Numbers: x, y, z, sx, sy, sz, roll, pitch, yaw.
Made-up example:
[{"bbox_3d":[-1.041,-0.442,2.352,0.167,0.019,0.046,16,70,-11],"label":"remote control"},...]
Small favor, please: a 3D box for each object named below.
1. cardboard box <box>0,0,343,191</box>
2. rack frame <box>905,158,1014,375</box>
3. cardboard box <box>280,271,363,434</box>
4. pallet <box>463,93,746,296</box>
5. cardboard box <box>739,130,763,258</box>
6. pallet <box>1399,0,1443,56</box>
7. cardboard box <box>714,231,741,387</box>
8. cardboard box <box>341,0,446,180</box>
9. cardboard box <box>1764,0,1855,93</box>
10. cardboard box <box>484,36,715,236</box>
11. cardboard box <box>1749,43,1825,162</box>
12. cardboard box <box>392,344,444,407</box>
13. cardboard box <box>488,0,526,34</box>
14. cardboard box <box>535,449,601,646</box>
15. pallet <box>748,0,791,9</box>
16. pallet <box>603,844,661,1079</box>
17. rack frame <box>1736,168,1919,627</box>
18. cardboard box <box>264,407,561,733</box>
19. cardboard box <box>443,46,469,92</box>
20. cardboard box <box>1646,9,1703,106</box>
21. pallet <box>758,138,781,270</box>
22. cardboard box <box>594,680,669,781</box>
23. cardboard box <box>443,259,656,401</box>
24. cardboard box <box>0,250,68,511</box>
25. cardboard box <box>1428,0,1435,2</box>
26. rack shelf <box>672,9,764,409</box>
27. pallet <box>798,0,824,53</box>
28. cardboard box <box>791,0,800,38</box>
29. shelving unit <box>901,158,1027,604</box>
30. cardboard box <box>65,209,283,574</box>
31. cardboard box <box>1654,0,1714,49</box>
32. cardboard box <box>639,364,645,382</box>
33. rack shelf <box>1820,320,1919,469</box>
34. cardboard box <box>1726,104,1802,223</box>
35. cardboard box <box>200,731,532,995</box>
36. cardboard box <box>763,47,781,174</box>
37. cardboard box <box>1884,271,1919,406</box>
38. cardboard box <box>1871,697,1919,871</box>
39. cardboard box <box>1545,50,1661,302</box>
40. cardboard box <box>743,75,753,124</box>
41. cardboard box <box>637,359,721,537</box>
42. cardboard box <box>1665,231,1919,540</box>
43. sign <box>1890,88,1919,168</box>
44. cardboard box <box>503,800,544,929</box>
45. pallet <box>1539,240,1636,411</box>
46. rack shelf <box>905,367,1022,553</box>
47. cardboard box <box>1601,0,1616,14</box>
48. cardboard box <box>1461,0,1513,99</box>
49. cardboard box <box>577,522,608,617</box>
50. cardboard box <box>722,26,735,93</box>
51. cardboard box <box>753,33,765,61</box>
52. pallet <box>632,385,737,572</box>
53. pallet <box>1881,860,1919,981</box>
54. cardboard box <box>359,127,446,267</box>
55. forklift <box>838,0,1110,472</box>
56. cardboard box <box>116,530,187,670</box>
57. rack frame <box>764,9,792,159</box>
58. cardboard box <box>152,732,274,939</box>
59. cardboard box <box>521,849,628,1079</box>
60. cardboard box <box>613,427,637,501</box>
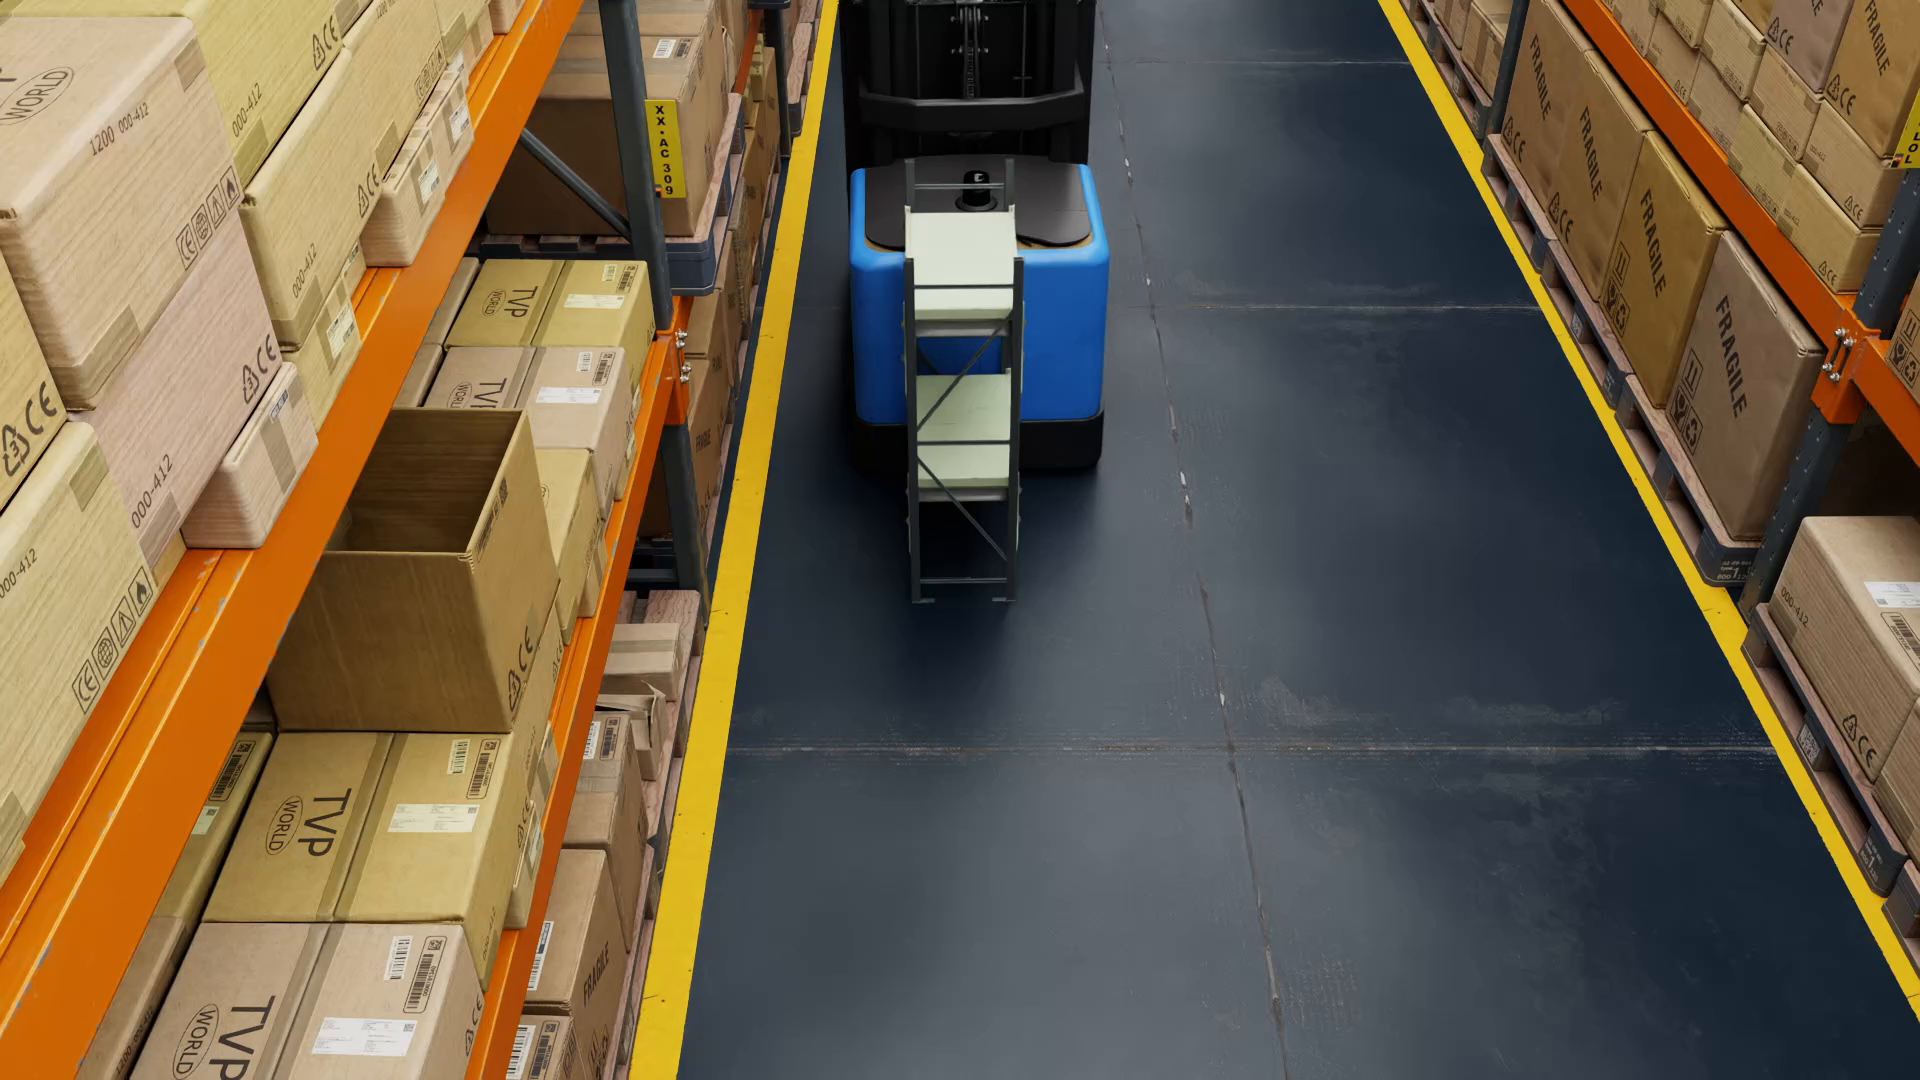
[{"bbox_3d":[-1.203,-0.703,2.312,0.500,0.250,0.500,-1,39,-1],"label":"cardboard box"},{"bbox_3d":[-0.002,-0.804,6.554,0.400,1.500,0.023,-1,39,-1],"label":"rack frame"},{"bbox_3d":[-1.140,-0.286,2.511,0.380,0.149,0.250,0,39,0],"label":"cardboard box"},{"bbox_3d":[-1.354,-1.296,6.123,1.003,0.211,1.213,0,39,0],"label":"pallet"},{"bbox_3d":[-1.258,-1.657,8.082,0.500,0.500,0.500,2,39,2],"label":"cardboard box"},{"bbox_3d":[3.499,-3.540,10.999,1.003,0.211,1.213,0,39,0],"label":"pallet"},{"bbox_3d":[-1.244,-1.008,7.272,0.500,0.500,0.500,-1,39,-1],"label":"cardboard box"},{"bbox_3d":[-1.218,-0.837,2.879,0.500,0.250,0.500,-1,39,-1],"label":"cardboard box"},{"bbox_3d":[3.242,-1.909,5.854,0.500,0.500,0.500,1,39,1],"label":"cardboard box"},{"bbox_3d":[-1.239,-1.377,5.654,0.700,0.500,0.500,1,39,1],"label":"cardboard box"},{"bbox_3d":[3.250,-1.602,6.071,0.500,0.250,0.500,1,39,1],"label":"cardboard box"},{"bbox_3d":[-1.724,-0.306,4.615,0.500,0.250,0.500,0,39,0],"label":"cardboard box"},{"bbox_3d":[-1.181,-1.245,3.707,0.380,0.149,0.250,0,39,0],"label":"cardboard box"},{"bbox_3d":[-1.215,0.014,4.215,0.500,0.250,0.500,0,39,0],"label":"cardboard box"},{"bbox_3d":[-1.395,-2.874,8.091,1.213,0.211,1.003,0,39,0],"label":"pallet"},{"bbox_3d":[-1.458,1.411,4.821,1.003,0.211,1.213,0,39,0],"label":"pallet"},{"bbox_3d":[3.502,-0.877,5.446,1.000,3.000,0.127,0,39,0],"label":"rack frame"},{"bbox_3d":[-1.190,0.058,3.562,0.500,0.500,0.500,1,39,1],"label":"cardboard box"},{"bbox_3d":[-1.204,-0.920,3.301,0.380,0.149,0.250,0,39,0],"label":"cardboard box"},{"bbox_3d":[3.263,-2.056,7.037,0.500,0.250,0.500,0,39,0],"label":"cardboard box"},{"bbox_3d":[-1.503,-1.818,8.850,1.003,0.211,1.213,0,39,0],"label":"pallet"},{"bbox_3d":[-1.167,0.603,5.449,0.396,0.266,0.258,1,39,2],"label":"cardboard box"},{"bbox_3d":[-1.217,-0.611,4.996,0.500,0.250,0.500,1,39,1],"label":"cardboard box"},{"bbox_3d":[-1.207,-0.071,1.523,0.500,0.250,0.500,0,39,-1],"label":"cardboard box"},{"bbox_3d":[3.502,-3.806,10.866,0.950,0.372,0.625,1,39,1],"label":"cardboard box"},{"bbox_3d":[-1.464,-1.841,7.224,1.077,0.370,4.000,0,39,0],"label":"rack shelf"},{"bbox_3d":[-1.427,-3.561,11.024,1.003,0.211,1.213,0,39,0],"label":"pallet"},{"bbox_3d":[-1.462,-3.409,10.168,0.875,0.625,0.625,1,39,1],"label":"cardboard box"},{"bbox_3d":[0.006,-0.575,6.269,0.431,1.500,0.755,-1,39,-1],"label":"shelving unit"},{"bbox_3d":[-1.206,-0.194,2.076,0.500,0.250,0.500,1,39,1],"label":"cardboard box"},{"bbox_3d":[3.226,-2.246,6.874,0.500,0.250,0.500,1,39,1],"label":"cardboard box"},{"bbox_3d":[-1.209,-0.574,5.269,0.380,0.149,0.250,0,39,1],"label":"cardboard box"},{"bbox_3d":[3.504,0.654,4.110,1.077,0.370,4.000,0,39,0],"label":"rack shelf"},{"bbox_3d":[3.250,-1.418,6.240,0.500,0.250,0.500,-1,39,-1],"label":"cardboard box"},{"bbox_3d":[-1.193,0.656,3.415,0.500,0.250,0.500,-1,39,-1],"label":"cardboard box"},{"bbox_3d":[-1.251,-2.297,8.881,0.500,0.500,0.500,1,39,1],"label":"cardboard box"},{"bbox_3d":[3.241,-0.623,5.048,0.500,0.500,0.500,1,39,1],"label":"cardboard box"},{"bbox_3d":[3.397,0.911,4.927,0.875,0.438,0.875,-1,39,-1],"label":"cardboard box"},{"bbox_3d":[3.412,-1.724,7.866,0.875,0.875,0.875,0,39,1],"label":"cardboard box"},{"bbox_3d":[-1.225,-2.170,8.204,0.380,0.149,0.250,-1,39,-2],"label":"cardboard box"},{"bbox_3d":[-1.237,-0.363,6.467,0.500,0.500,0.500,2,39,2],"label":"cardboard box"},{"bbox_3d":[3.421,-0.600,6.463,0.875,0.875,0.875,1,39,1],"label":"cardboard box"},{"bbox_3d":[2.959,-1.292,5.101,0.100,0.325,0.005,0,39,0],"label":"sign"},{"bbox_3d":[-1.135,0.717,3.658,0.380,0.149,0.250,-1,39,-1],"label":"cardboard box"},{"bbox_3d":[3.421,-1.037,7.875,1.003,0.211,1.213,0,39,0],"label":"pallet"},{"bbox_3d":[0.006,-0.321,6.473,0.431,0.370,0.720,-1,39,-1],"label":"rack shelf"},{"bbox_3d":[3.264,-2.693,7.832,0.500,0.250,0.500,-1,39,-1],"label":"cardboard box"},{"bbox_3d":[3.507,-2.871,9.699,0.950,0.372,0.625,-2,39,-3],"label":"cardboard box"},{"bbox_3d":[-1.161,0.075,4.459,0.380,0.149,0.250,-1,39,-1],"label":"cardboard box"},{"bbox_3d":[-1.080,-1.852,6.434,0.396,0.266,0.258,2,39,2],"label":"cardboard box"},{"bbox_3d":[-1.213,-2.506,8.623,0.380,0.149,0.250,-2,39,-2],"label":"cardboard box"},{"bbox_3d":[-1.501,-0.292,6.946,1.003,0.211,1.213,0,39,0],"label":"pallet"},{"bbox_3d":[3.429,1.451,4.770,1.003,0.211,1.213,0,39,0],"label":"pallet"},{"bbox_3d":[-1.130,-0.601,2.903,0.380,0.149,0.250,0,39,0],"label":"cardboard box"},{"bbox_3d":[0.019,-2.328,7.311,1.130,2.935,3.031,-2,39,-2],"label":"forklift"},{"bbox_3d":[-1.235,0.034,2.112,0.380,0.149,0.250,0,39,0],"label":"cardboard box"},{"bbox_3d":[-1.466,-3.373,8.560,1.000,3.000,0.127,0,39,0],"label":"rack frame"},{"bbox_3d":[-1.718,0.653,3.419,0.500,0.250,0.500,1,39,1],"label":"cardboard box"},{"bbox_3d":[-1.226,1.194,4.525,0.500,0.500,0.500,1,39,1],"label":"cardboard box"},{"bbox_3d":[-1.162,-0.249,4.863,0.380,0.149,0.250,1,39,1],"label":"cardboard box"}]
